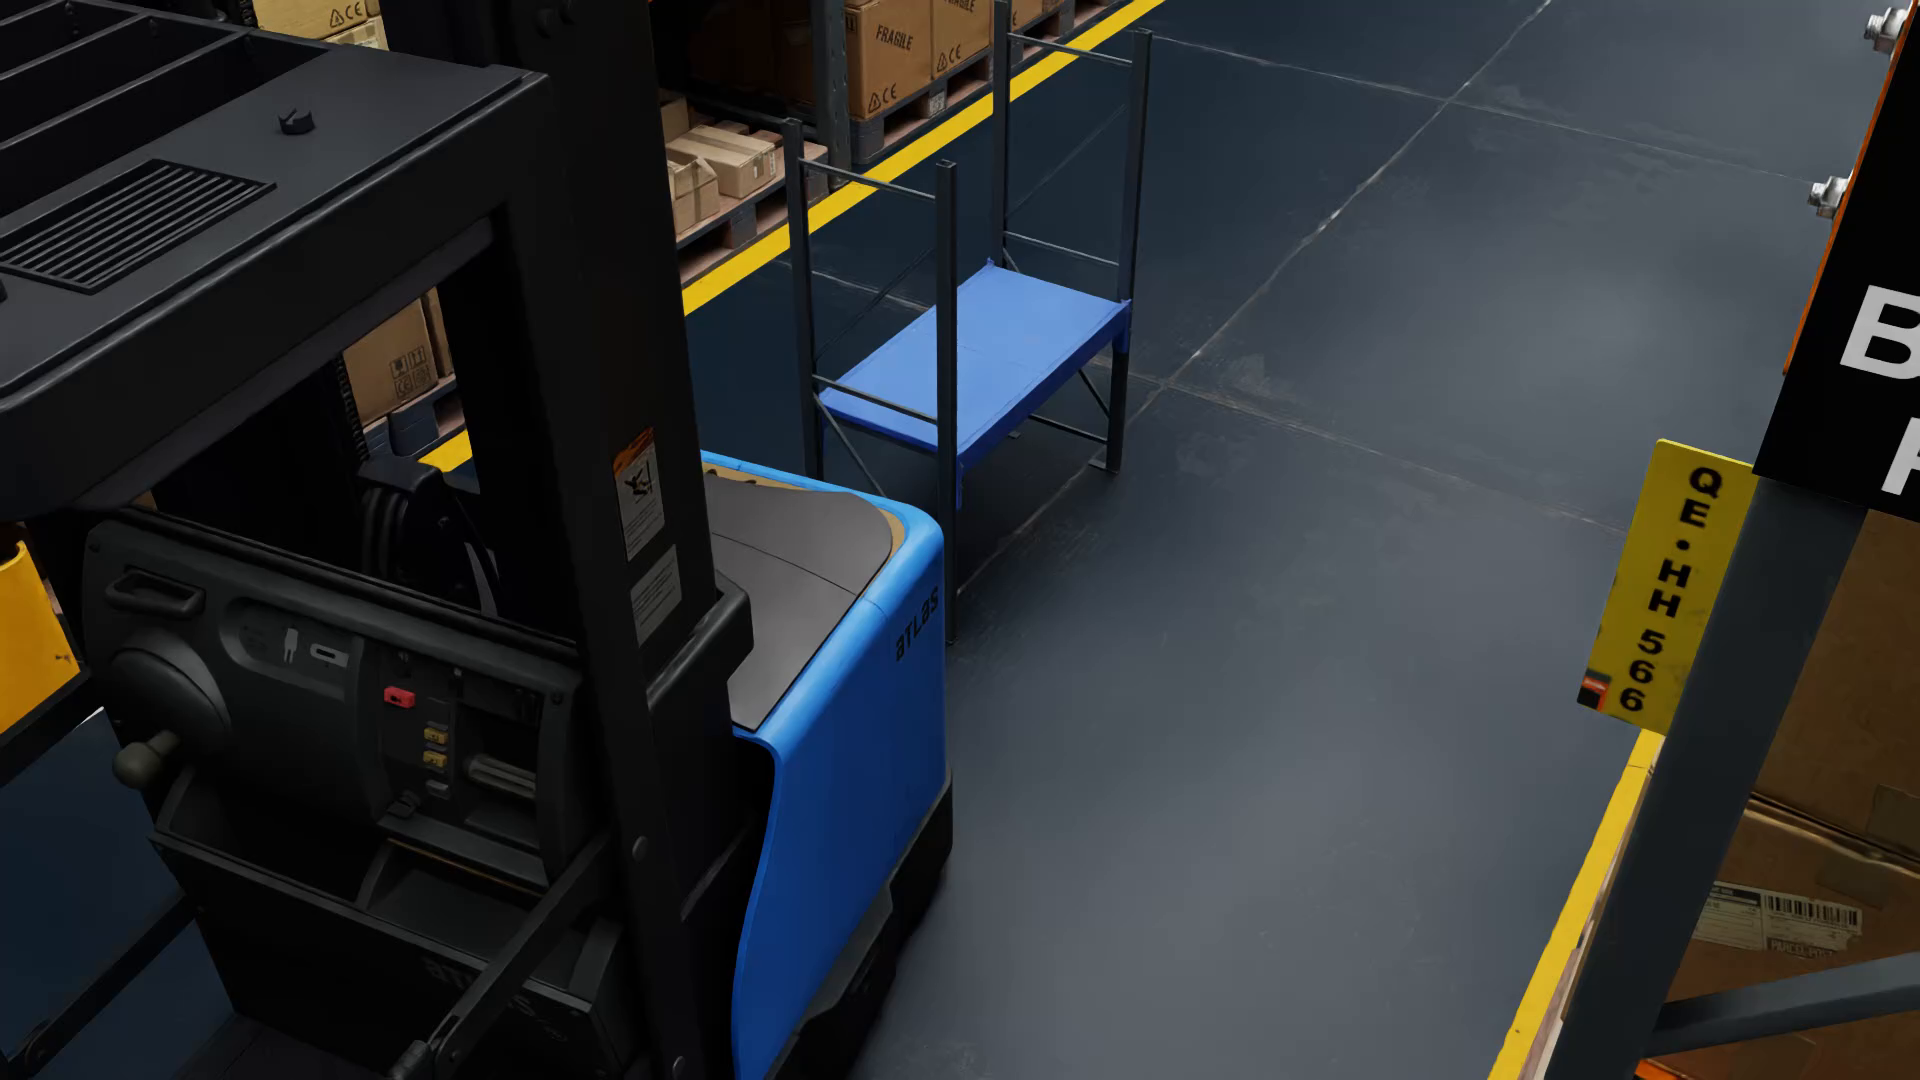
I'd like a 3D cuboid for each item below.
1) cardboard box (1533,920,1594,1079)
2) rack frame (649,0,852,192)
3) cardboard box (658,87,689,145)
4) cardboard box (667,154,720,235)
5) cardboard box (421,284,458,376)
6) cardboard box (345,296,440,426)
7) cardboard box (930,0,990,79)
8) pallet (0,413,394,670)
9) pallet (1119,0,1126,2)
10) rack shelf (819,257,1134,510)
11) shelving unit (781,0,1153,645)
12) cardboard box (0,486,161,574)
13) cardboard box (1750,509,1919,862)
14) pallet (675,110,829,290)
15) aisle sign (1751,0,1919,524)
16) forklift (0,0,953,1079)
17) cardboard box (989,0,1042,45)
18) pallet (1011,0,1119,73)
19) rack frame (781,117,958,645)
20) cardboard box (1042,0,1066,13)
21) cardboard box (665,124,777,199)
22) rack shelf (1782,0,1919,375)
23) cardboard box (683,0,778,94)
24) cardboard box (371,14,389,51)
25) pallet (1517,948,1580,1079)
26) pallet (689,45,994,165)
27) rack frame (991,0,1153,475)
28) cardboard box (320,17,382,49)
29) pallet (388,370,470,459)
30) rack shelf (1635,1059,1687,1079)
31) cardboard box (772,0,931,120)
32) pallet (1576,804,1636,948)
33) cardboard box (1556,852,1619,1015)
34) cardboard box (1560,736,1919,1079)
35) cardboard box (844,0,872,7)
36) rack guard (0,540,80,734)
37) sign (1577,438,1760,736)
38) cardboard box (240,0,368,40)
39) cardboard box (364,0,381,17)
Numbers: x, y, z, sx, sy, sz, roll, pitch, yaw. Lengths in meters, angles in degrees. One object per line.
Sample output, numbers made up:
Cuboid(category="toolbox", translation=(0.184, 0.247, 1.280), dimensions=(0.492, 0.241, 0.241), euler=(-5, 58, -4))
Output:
Cuboid(category="cardboard box", translation=(1.393, 1.266, 2.906), dimensions=(0.875, 0.438, 0.875), euler=(20, 42, 24))
Cuboid(category="rack frame", translation=(-0.926, -2.893, 6.547), dimensions=(1.000, 3.000, 0.127), euler=(21, 42, 25))
Cuboid(category="cardboard box", translation=(-1.480, -1.732, 6.898), dimensions=(0.500, 0.311, 0.500), euler=(23, 43, 27))
Cuboid(category="cardboard box", translation=(-1.168, -1.410, 6.517), dimensions=(0.396, 0.266, 0.258), euler=(23, 43, 27))
Cuboid(category="cardboard box", translation=(-1.803, -0.960, 5.742), dimensions=(0.500, 0.500, 0.500), euler=(22, 43, 26))
Cuboid(category="cardboard box", translation=(-2.171, -0.720, 5.431), dimensions=(0.700, 0.500, 0.500), euler=(23, 43, 27))
Cuboid(category="cardboard box", translation=(-0.200, -2.523, 7.770), dimensions=(0.500, 0.500, 0.500), euler=(21, 42, 25))
Cuboid(category="pallet", translation=(-2.602, -0.177, 5.307), dimensions=(1.003, 0.211, 1.213), euler=(21, 42, 25))
Cuboid(category="pallet", translation=(0.785, -3.479, 9.590), dimensions=(1.003, 0.211, 1.213), euler=(21, 42, 25))
Cuboid(category="rack shelf", translation=(0.046, -0.496, 4.959), dimensions=(0.538, 0.185, 1.000), euler=(21, 42, 25))
Cuboid(category="shelving unit", translation=(0.046, -0.638, 4.849), dimensions=(0.538, 1.500, 1.048), euler=(21, 42, 25))
Cuboid(category="cardboard box", translation=(-2.661, -0.293, 4.874), dimensions=(0.797, 0.503, 0.637), euler=(19, 42, 23))
Cuboid(category="cardboard box", translation=(1.181, 0.028, 1.856), dimensions=(0.500, 0.500, 0.500), euler=(23, 43, 27))
Cuboid(category="pallet", translation=(-1.295, -1.435, 6.939), dimensions=(1.003, 0.211, 1.213), euler=(21, 42, 25))
Cuboid(category="aisle sign", translation=(0.824, -0.304, 1.058), dimensions=(0.394, 0.787, 0.004), euler=(21, 42, 25))
Cuboid(category="forklift", translation=(-1.073, 0.335, 2.415), dimensions=(1.130, 2.935, 3.031), euler=(15, 40, 19))
Cuboid(category="cardboard box", translation=(0.071, -2.779, 8.102), dimensions=(0.500, 0.500, 0.500), euler=(20, 42, 24))
Cuboid(category="pallet", translation=(0.131, -2.852, 8.777), dimensions=(1.003, 0.211, 1.213), euler=(21, 42, 25))
Cuboid(category="rack frame", translation=(-0.227, -0.376, 4.509), dimensions=(0.500, 1.500, 0.032), euler=(21, 42, 25))
Cuboid(category="cardboard box", translation=(0.354, -3.045, 8.446), dimensions=(0.500, 0.500, 0.500), euler=(20, 42, 24))
Cuboid(category="cardboard box", translation=(-0.977, -1.547, 6.792), dimensions=(0.380, 0.149, 0.250), euler=(20, 42, 24))
Cuboid(category="rack shelf", translation=(2.196, -1.144, 2.409), dimensions=(1.077, 0.370, 4.000), euler=(21, 42, 25))
Cuboid(category="cardboard box", translation=(-0.913, -2.420, 7.635), dimensions=(0.500, 0.500, 0.500), euler=(21, 42, 25))
Cuboid(category="cardboard box", translation=(-1.805, -1.602, 5.077), dimensions=(0.380, 0.149, 0.250), euler=(22, 43, 26))
Cuboid(category="pallet", translation=(1.486, 1.457, 3.187), dimensions=(1.003, 0.211, 1.213), euler=(21, 42, 25))
Cuboid(category="pallet", translation=(-0.522, -2.221, 7.958), dimensions=(1.003, 0.211, 1.213), euler=(21, 42, 25))
Cuboid(category="rack frame", translation=(0.318, -0.900, 5.189), dimensions=(0.500, 1.500, 0.032), euler=(21, 42, 25))
Cuboid(category="cardboard box", translation=(-1.929, -1.459, 4.892), dimensions=(0.380, 0.149, 0.250), euler=(20, 42, 24))
Cuboid(category="pallet", translation=(-1.948, -0.804, 6.120), dimensions=(1.003, 0.211, 1.213), euler=(21, 42, 25))
Cuboid(category="rack shelf", translation=(2.196, 0.044, 3.325), dimensions=(1.077, 0.370, 4.000), euler=(21, 42, 25))
Cuboid(category="cardboard box", translation=(-0.477, -2.246, 7.410), dimensions=(0.500, 0.500, 0.500), euler=(23, 43, 27))
Cuboid(category="pallet", translation=(2.141, 0.830, 4.000), dimensions=(1.003, 0.211, 1.213), euler=(21, 42, 25))
Cuboid(category="cardboard box", translation=(1.876, 0.791, 3.521), dimensions=(0.875, 0.438, 0.875), euler=(22, 43, 26))
Cuboid(category="cardboard box", translation=(1.159, 0.415, 2.172), dimensions=(0.500, 0.500, 0.500), euler=(21, 42, 25))
Cuboid(category="cardboard box", translation=(-0.509, -2.425, 7.110), dimensions=(0.380, 0.149, 0.250), euler=(23, 43, 27))
Cuboid(category="rack guard", translation=(-3.028, 0.119, 4.686), dimensions=(1.175, 0.500, 0.348), euler=(21, 42, 25))
Cuboid(category="sign", translation=(0.673, 0.053, 1.582), dimensions=(0.100, 0.325, 0.005), euler=(21, 42, 25))
Cuboid(category="cardboard box", translation=(-2.060, -1.558, 4.693), dimensions=(0.500, 0.250, 0.500), euler=(20, 42, 24))
Cuboid(category="cardboard box", translation=(-1.804, -1.829, 5.044), dimensions=(0.500, 0.250, 0.500), euler=(20, 42, 24))
